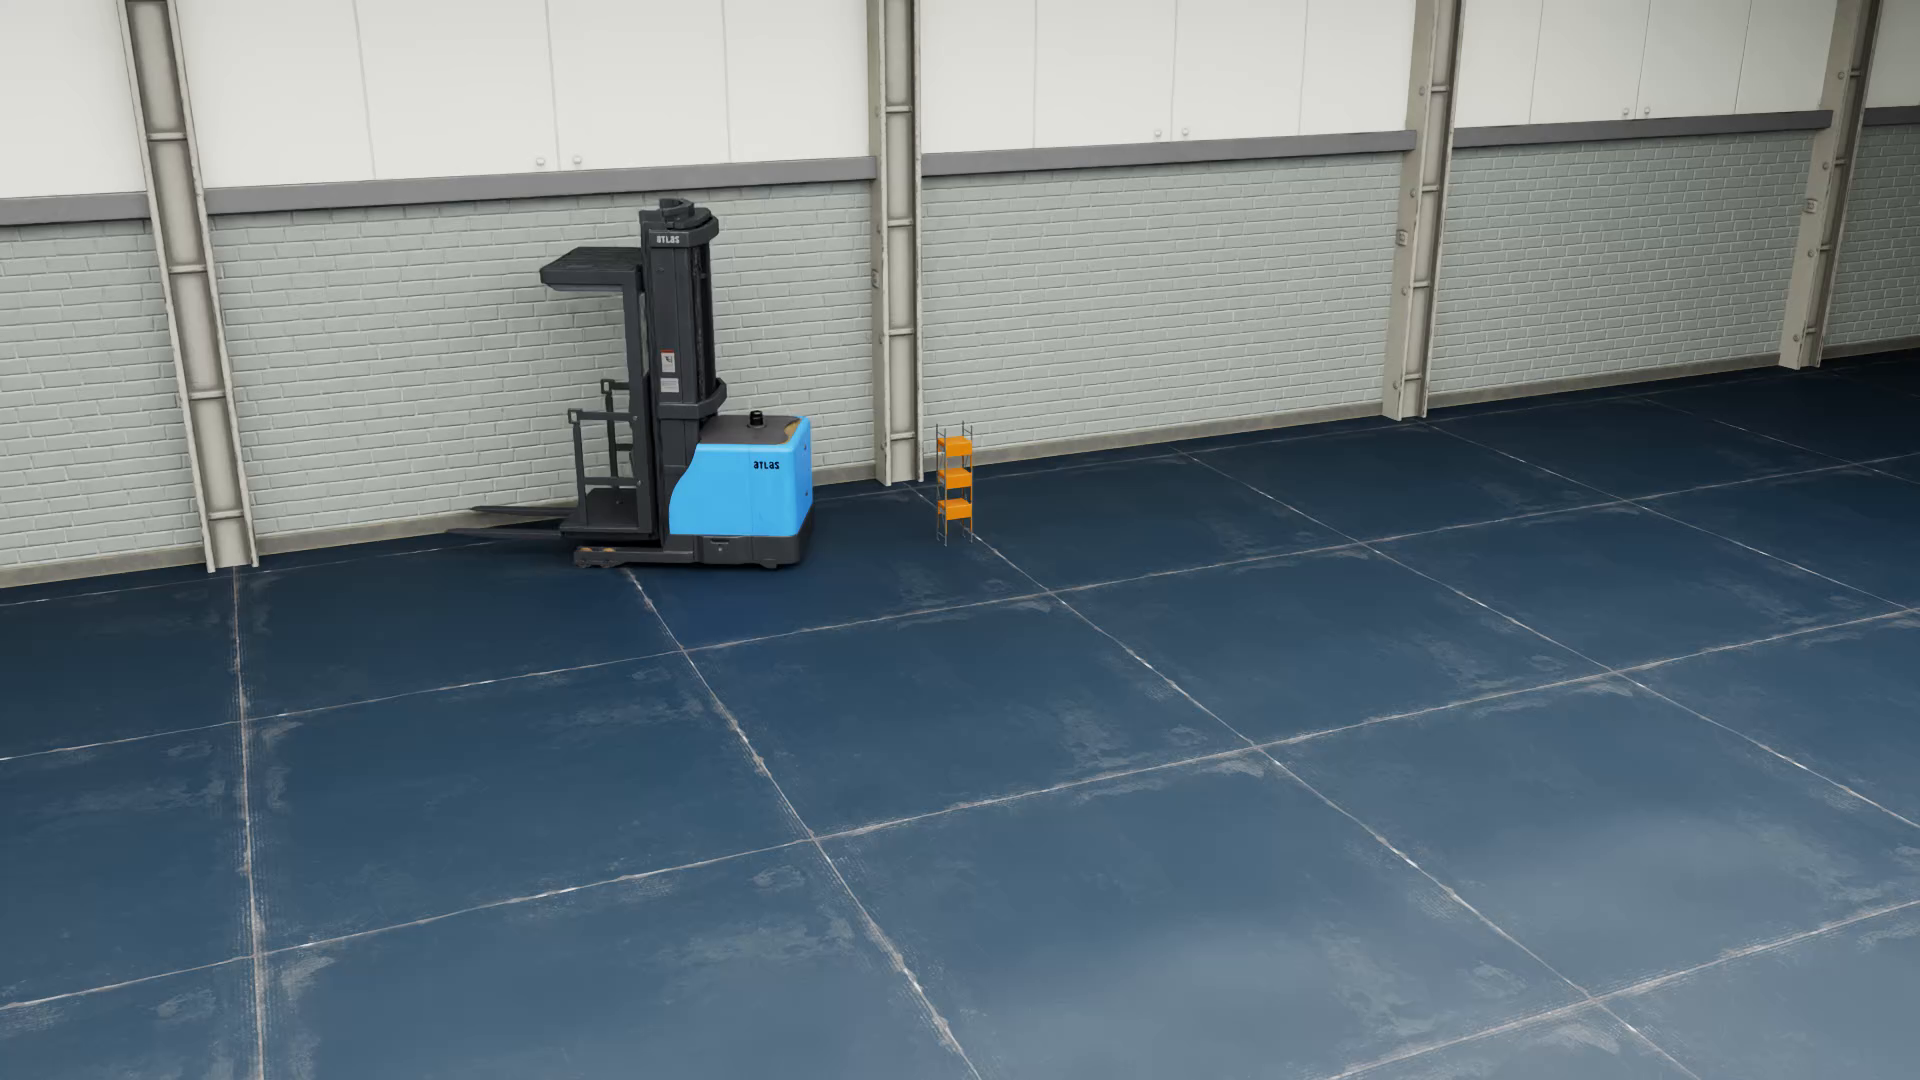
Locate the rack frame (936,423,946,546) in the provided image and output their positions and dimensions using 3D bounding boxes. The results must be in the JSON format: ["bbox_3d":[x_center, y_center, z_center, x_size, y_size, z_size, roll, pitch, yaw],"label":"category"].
[{"bbox_3d":[-0.161,-0.472,14.282,0.008,1.050,0.200,-8,21,-22],"label":"rack frame"}]

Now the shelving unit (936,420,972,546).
[{"bbox_3d":[-0.049,-0.488,14.328,0.252,1.050,0.215,-8,21,-22],"label":"shelving unit"}]

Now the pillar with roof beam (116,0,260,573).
[{"bbox_3d":[-4.396,-2.734,8.739,0.400,9.000,9.100,-8,21,-22],"label":"pillar with roof beam"}]

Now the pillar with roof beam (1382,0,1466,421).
[{"bbox_3d":[6.622,-4.313,13.222,0.400,9.000,9.100,-8,21,-22],"label":"pillar with roof beam"}]

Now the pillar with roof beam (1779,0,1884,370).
[{"bbox_3d":[12.132,-5.102,15.464,0.400,9.000,9.100,-8,21,-22],"label":"pillar with roof beam"}]

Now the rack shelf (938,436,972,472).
[{"bbox_3d":[-0.049,-0.746,14.237,0.240,0.259,0.215,-8,21,-22],"label":"rack shelf"}]

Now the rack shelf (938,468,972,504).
[{"bbox_3d":[-0.049,-0.478,14.331,0.240,0.259,0.215,-8,21,-22],"label":"rack shelf"}]

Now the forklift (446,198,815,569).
[{"bbox_3d":[-2.814,-1.319,13.855,3.031,2.935,1.130,1,19,4],"label":"forklift"}]

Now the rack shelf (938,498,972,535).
[{"bbox_3d":[-0.049,-0.216,14.423,0.240,0.259,0.215,-8,21,-22],"label":"rack shelf"}]

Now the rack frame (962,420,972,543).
[{"bbox_3d":[0.063,-0.504,14.373,0.008,1.050,0.200,-8,21,-22],"label":"rack frame"}]

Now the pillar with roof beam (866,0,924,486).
[{"bbox_3d":[1.113,-3.524,10.980,0.400,9.000,9.100,-8,21,-22],"label":"pillar with roof beam"}]
